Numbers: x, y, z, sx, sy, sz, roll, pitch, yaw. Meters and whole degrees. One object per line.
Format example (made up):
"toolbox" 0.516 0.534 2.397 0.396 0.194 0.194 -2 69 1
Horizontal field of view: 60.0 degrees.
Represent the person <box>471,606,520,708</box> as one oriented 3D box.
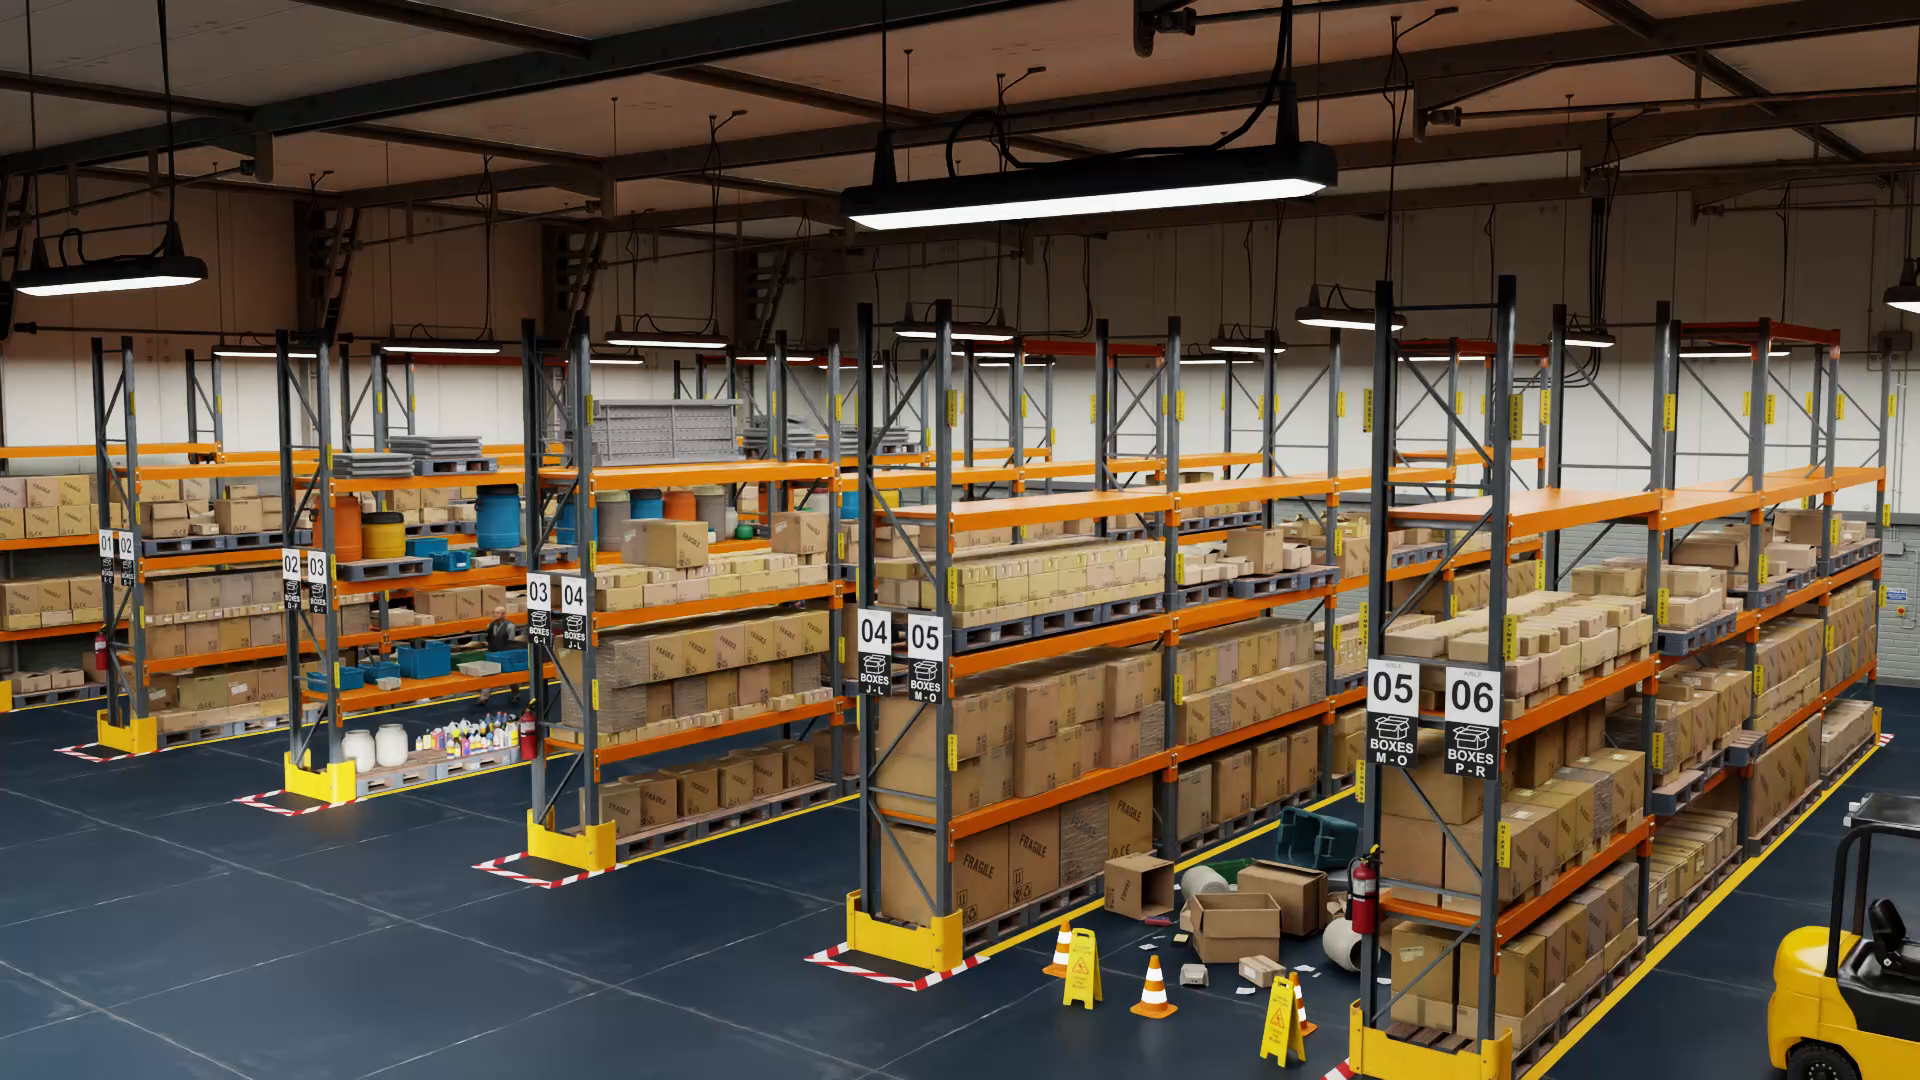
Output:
"person" -7.594 1.969 27.372 0.570 1.576 1.054 1 5 10
